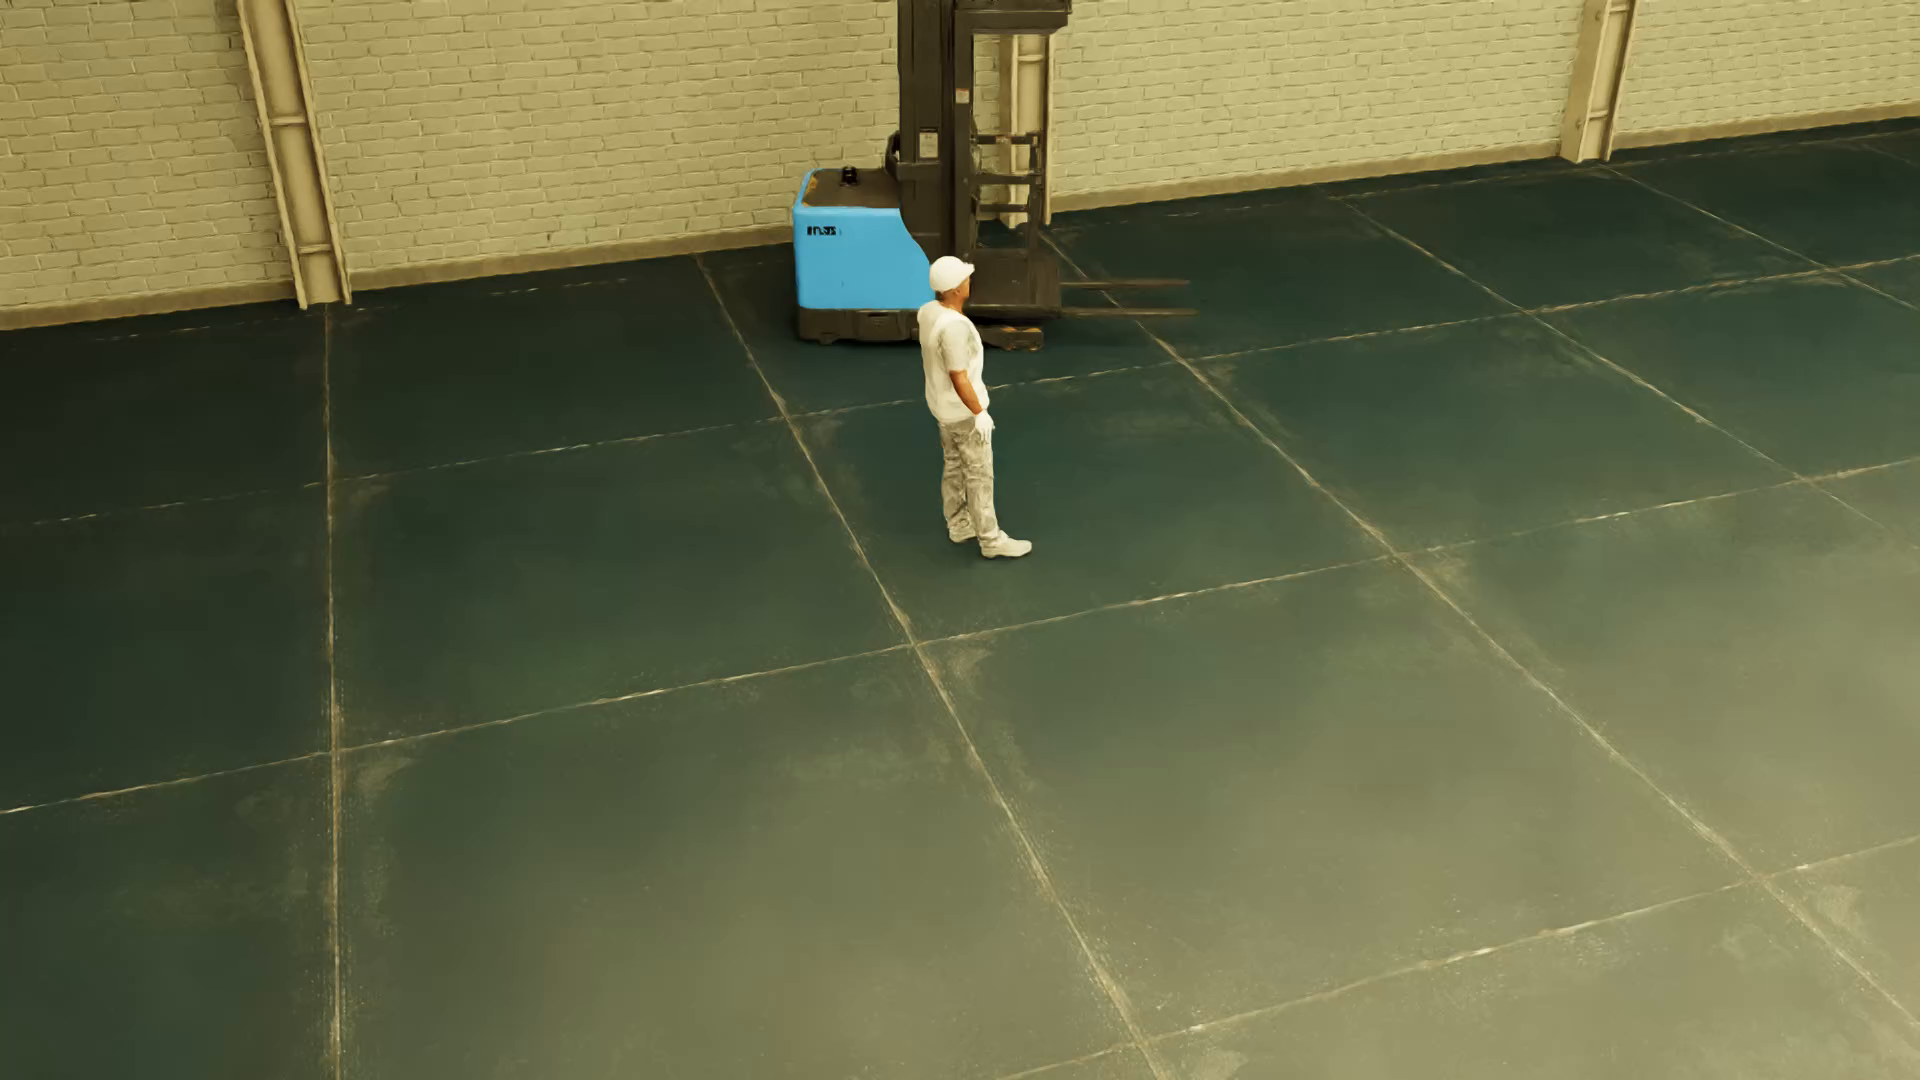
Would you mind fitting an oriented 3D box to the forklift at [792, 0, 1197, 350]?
[{"bbox_3d":[0.286,-2.971,12.250,3.031,2.935,1.130,1,30,1],"label":"forklift"}]

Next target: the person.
[{"bbox_3d":[0.071,-0.786,9.591,0.576,1.782,0.655,-10,31,-16],"label":"person"}]
